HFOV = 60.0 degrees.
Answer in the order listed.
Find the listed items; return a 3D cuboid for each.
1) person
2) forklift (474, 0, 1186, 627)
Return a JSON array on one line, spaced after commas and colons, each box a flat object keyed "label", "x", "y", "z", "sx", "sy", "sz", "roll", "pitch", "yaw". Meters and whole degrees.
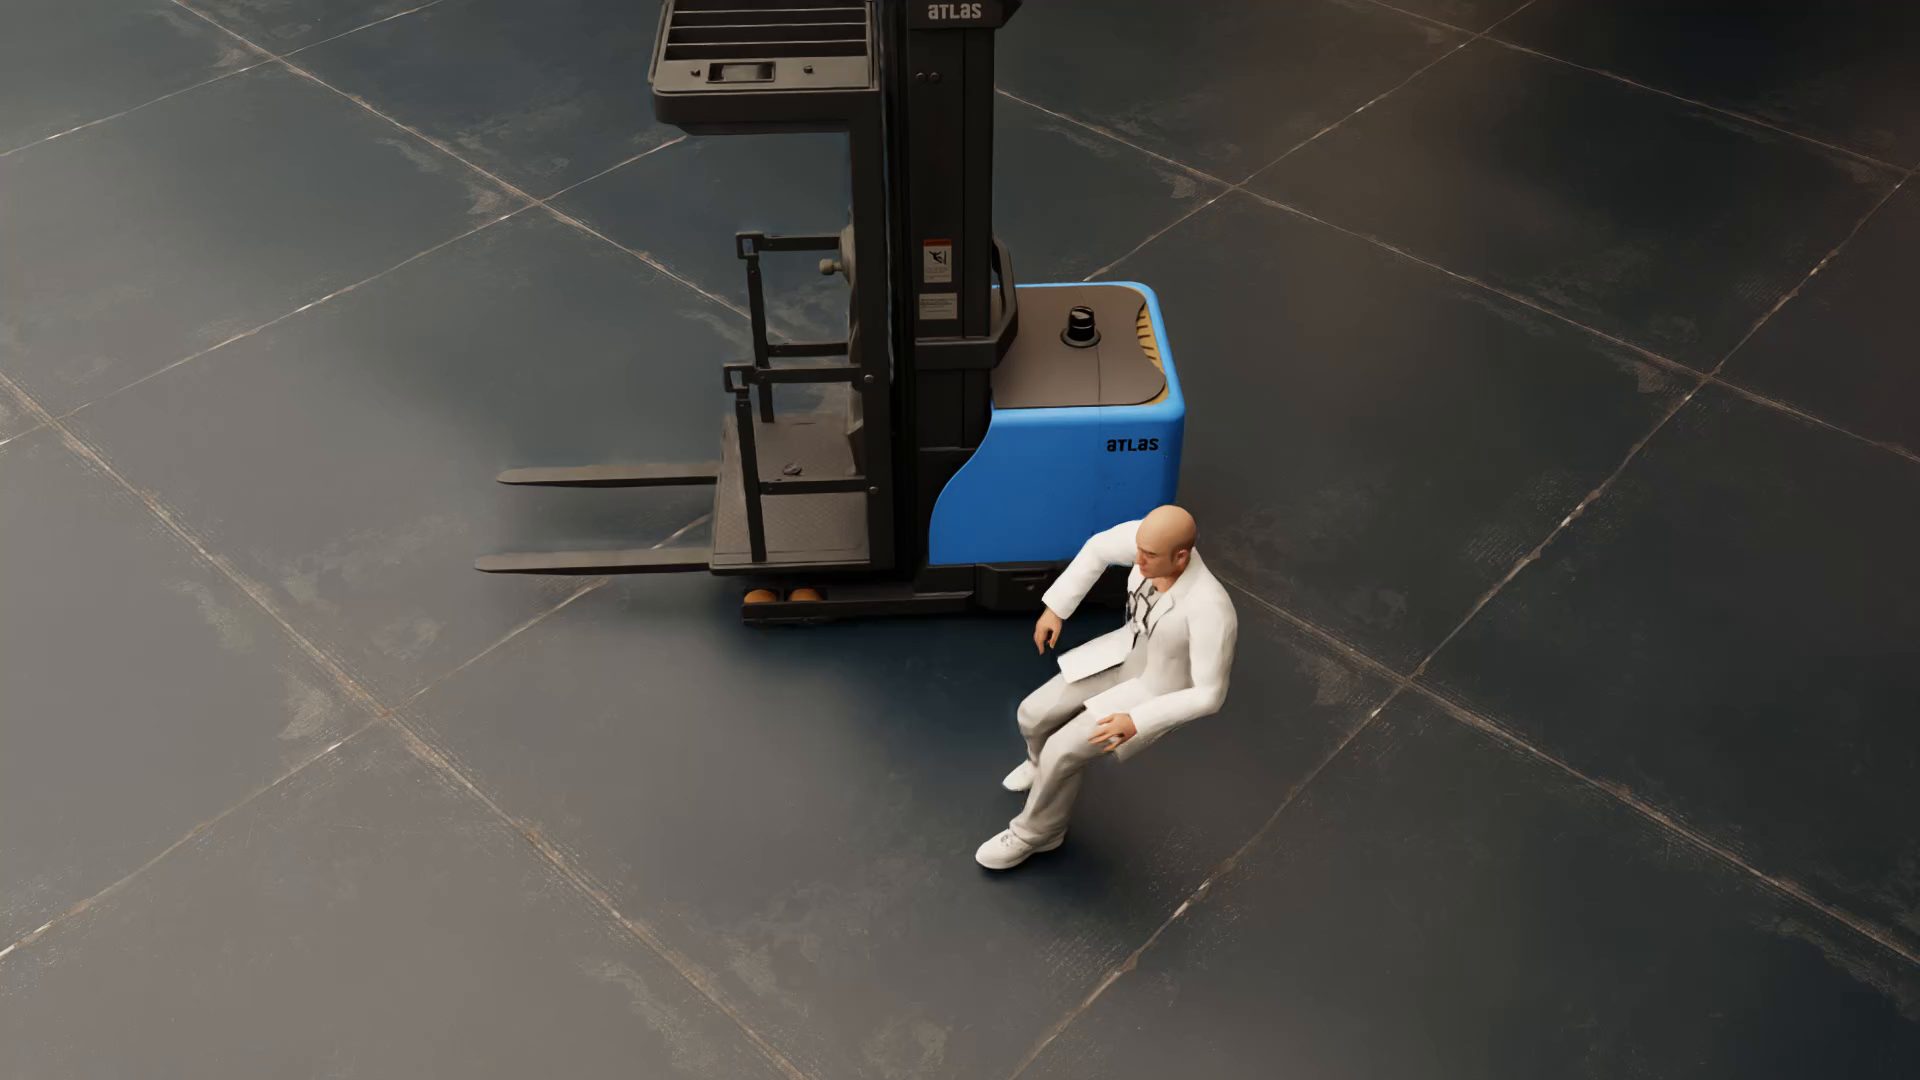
[{"label": "person", "x": 0.474, "y": 0.592, "z": 5.951, "sx": 0.919, "sy": 1.444, "sz": 0.851, "roll": -20, "pitch": 44, "yaw": -22}, {"label": "forklift", "x": -0.610, "y": -1.088, "z": 6.696, "sx": 3.031, "sy": 2.935, "sz": 1.130, "roll": -2, "pitch": 41, "yaw": -2}]
